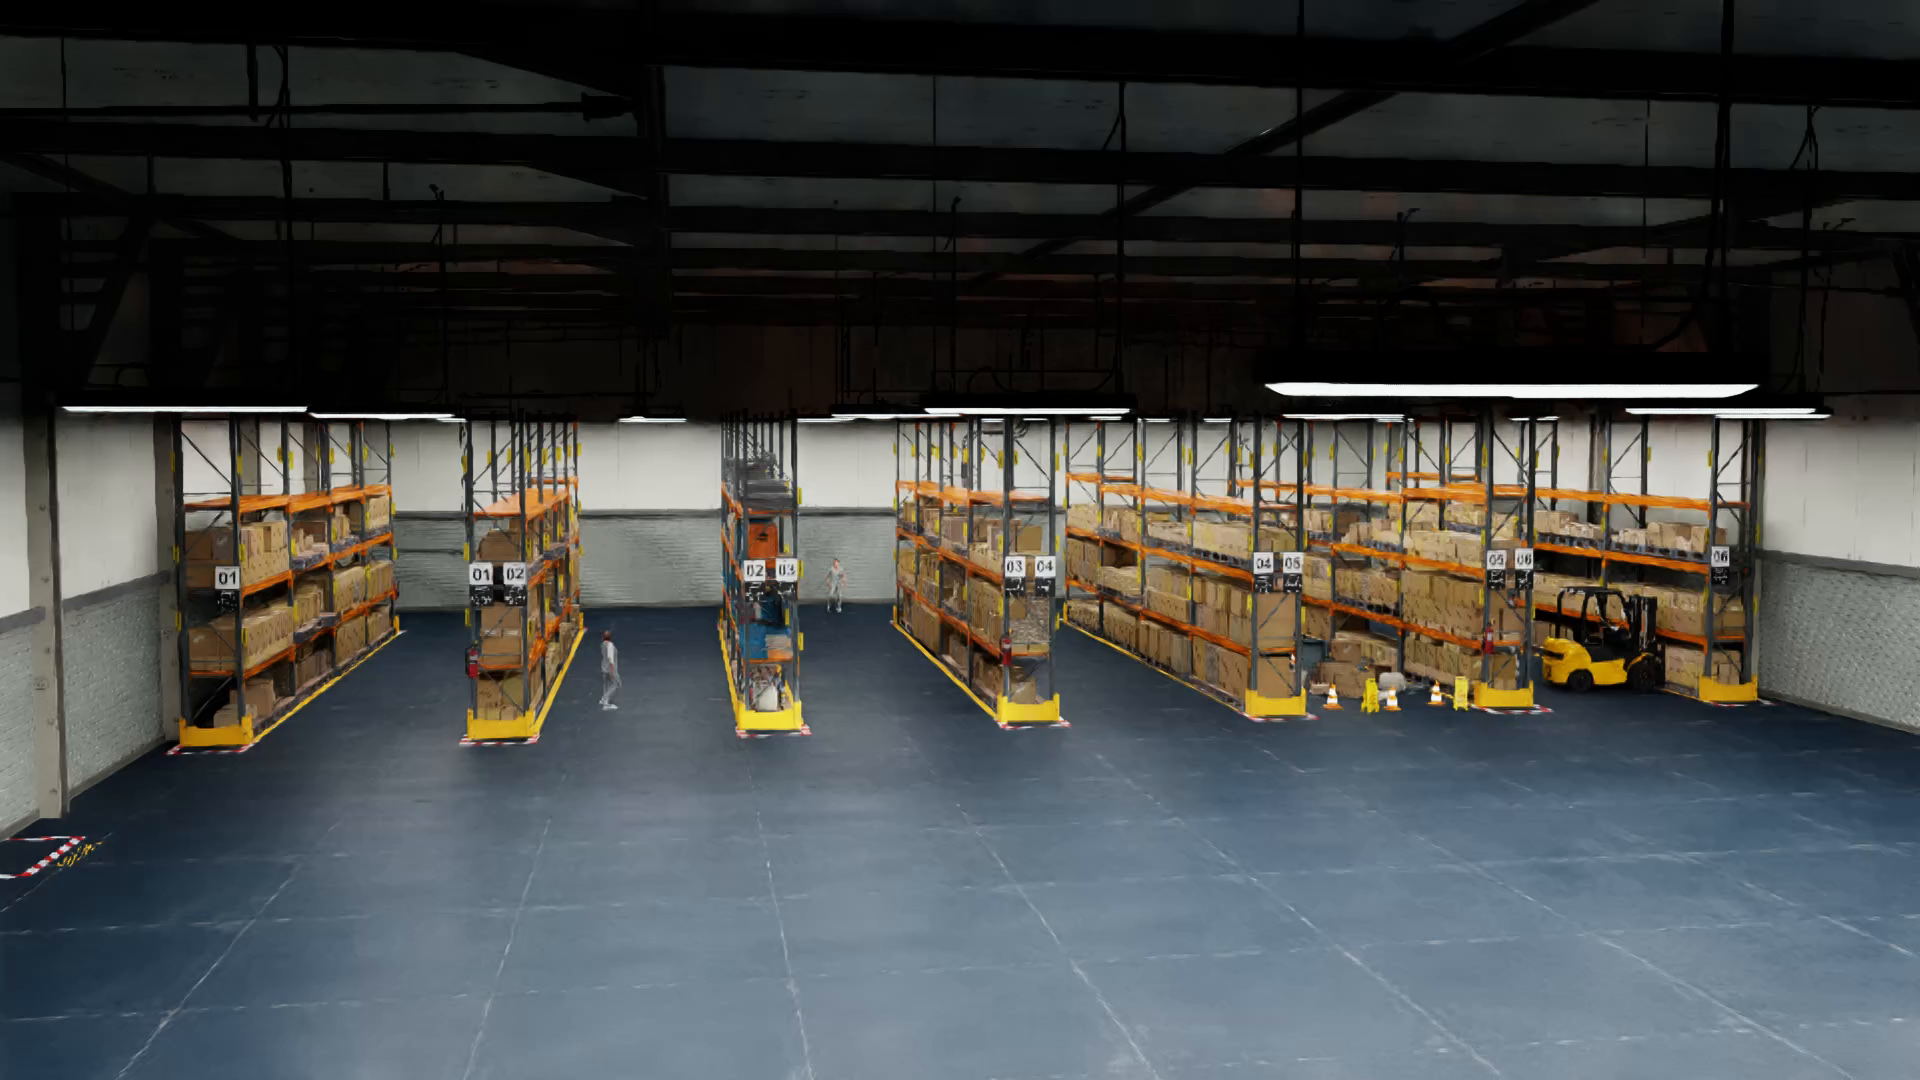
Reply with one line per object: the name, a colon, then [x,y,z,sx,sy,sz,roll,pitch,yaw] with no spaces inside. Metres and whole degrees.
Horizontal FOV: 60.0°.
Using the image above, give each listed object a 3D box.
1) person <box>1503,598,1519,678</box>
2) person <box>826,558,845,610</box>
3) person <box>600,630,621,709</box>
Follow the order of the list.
person: [12.347,2.196,37.540,0.577,1.785,0.655,2,4,21]
person: [-3.819,1.365,51.017,0.580,1.618,0.507,-1,4,-12]
person: [-7.052,2.602,33.319,0.407,1.594,0.452,-3,5,-38]
